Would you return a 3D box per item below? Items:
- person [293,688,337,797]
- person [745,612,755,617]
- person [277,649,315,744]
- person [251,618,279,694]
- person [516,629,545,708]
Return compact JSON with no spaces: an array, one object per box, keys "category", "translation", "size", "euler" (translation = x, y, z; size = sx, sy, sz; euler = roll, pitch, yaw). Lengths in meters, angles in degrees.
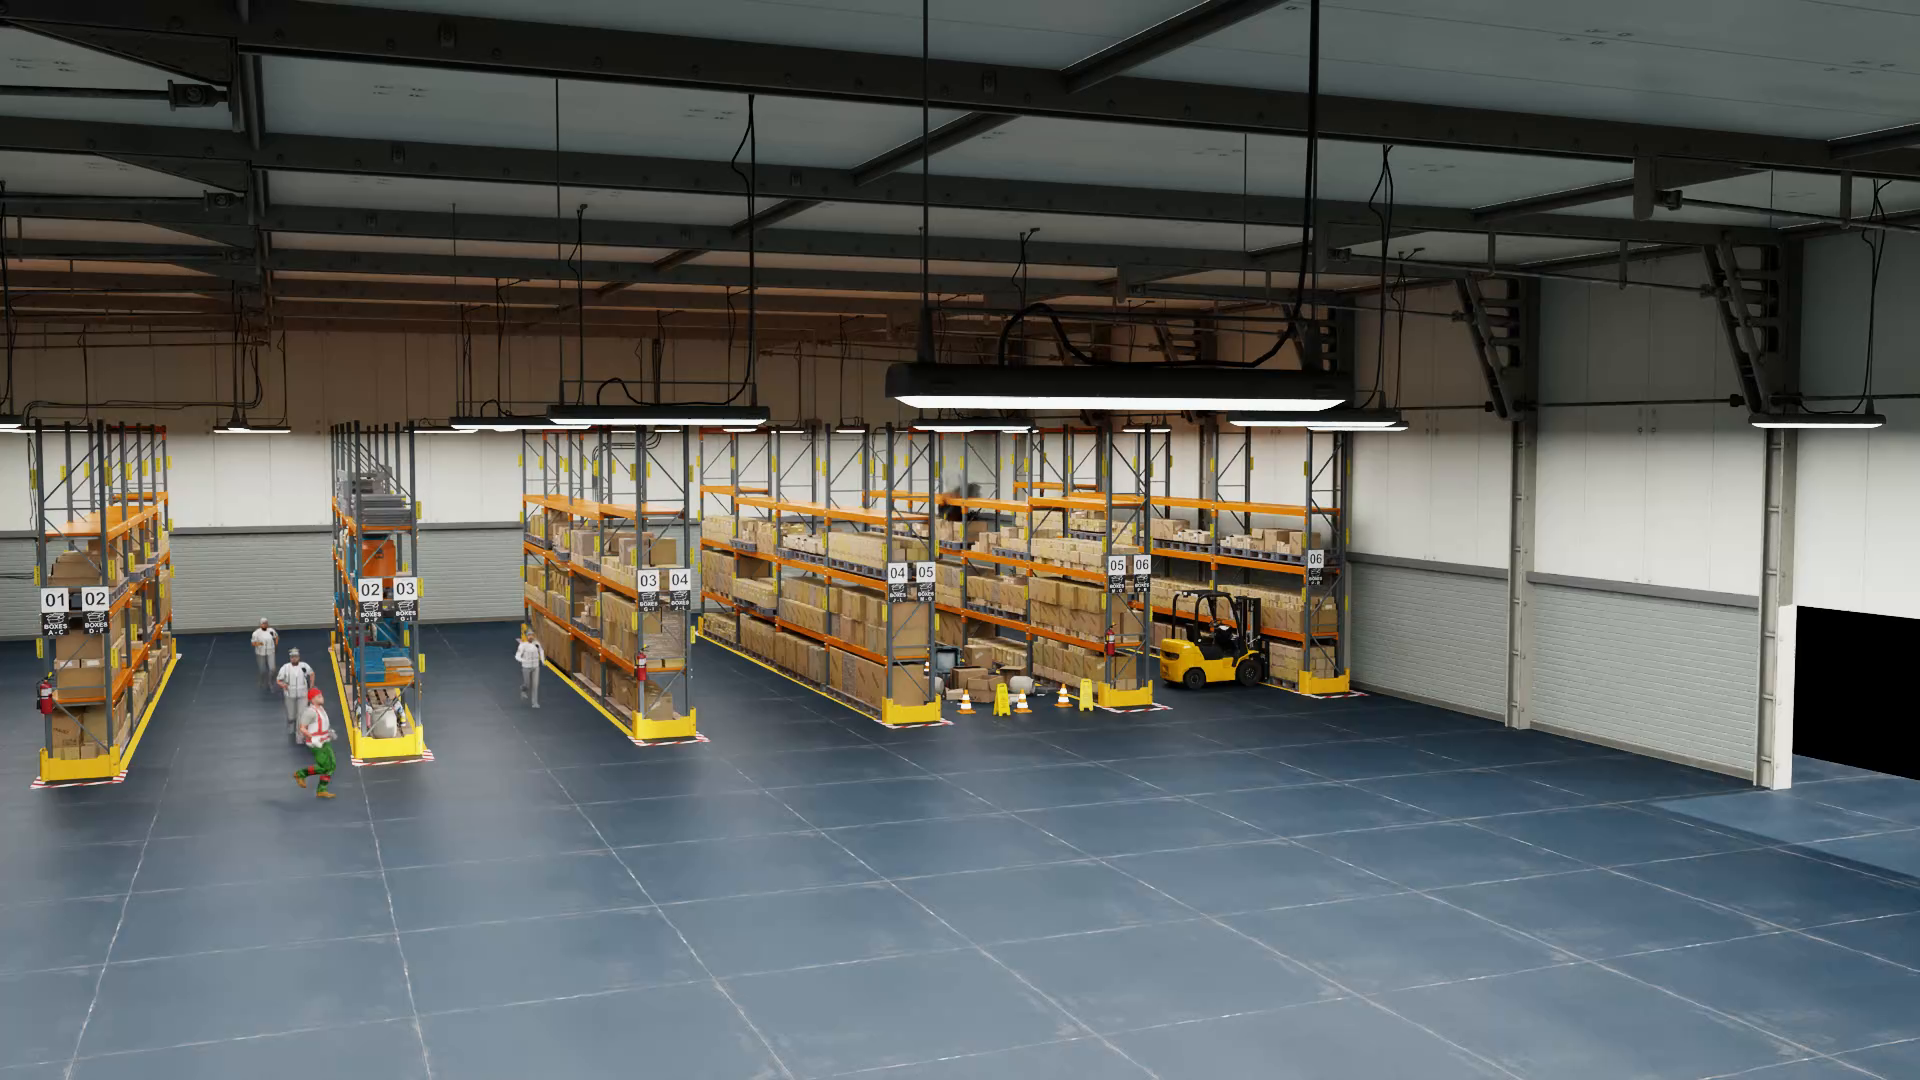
[{"category":"person","translation":[-10.222,3.214,26.357],"size":[0.626,1.741,0.665],"euler":[0,4,2]},{"category":"person","translation":[-6.185,1.793,49.598],"size":[0.612,1.752,0.718],"euler":[3,5,38]},{"category":"person","translation":[-12.416,2.898,31.129],"size":[0.678,1.743,0.992],"euler":[-2,4,-24]},{"category":"person","translation":[-15.485,2.590,37.079],"size":[0.583,1.725,0.746],"euler":[-2,4,-26]},{"category":"person","translation":[-9.040,2.691,35.099],"size":[0.630,1.656,0.949],"euler":[-2,4,-28]}]
